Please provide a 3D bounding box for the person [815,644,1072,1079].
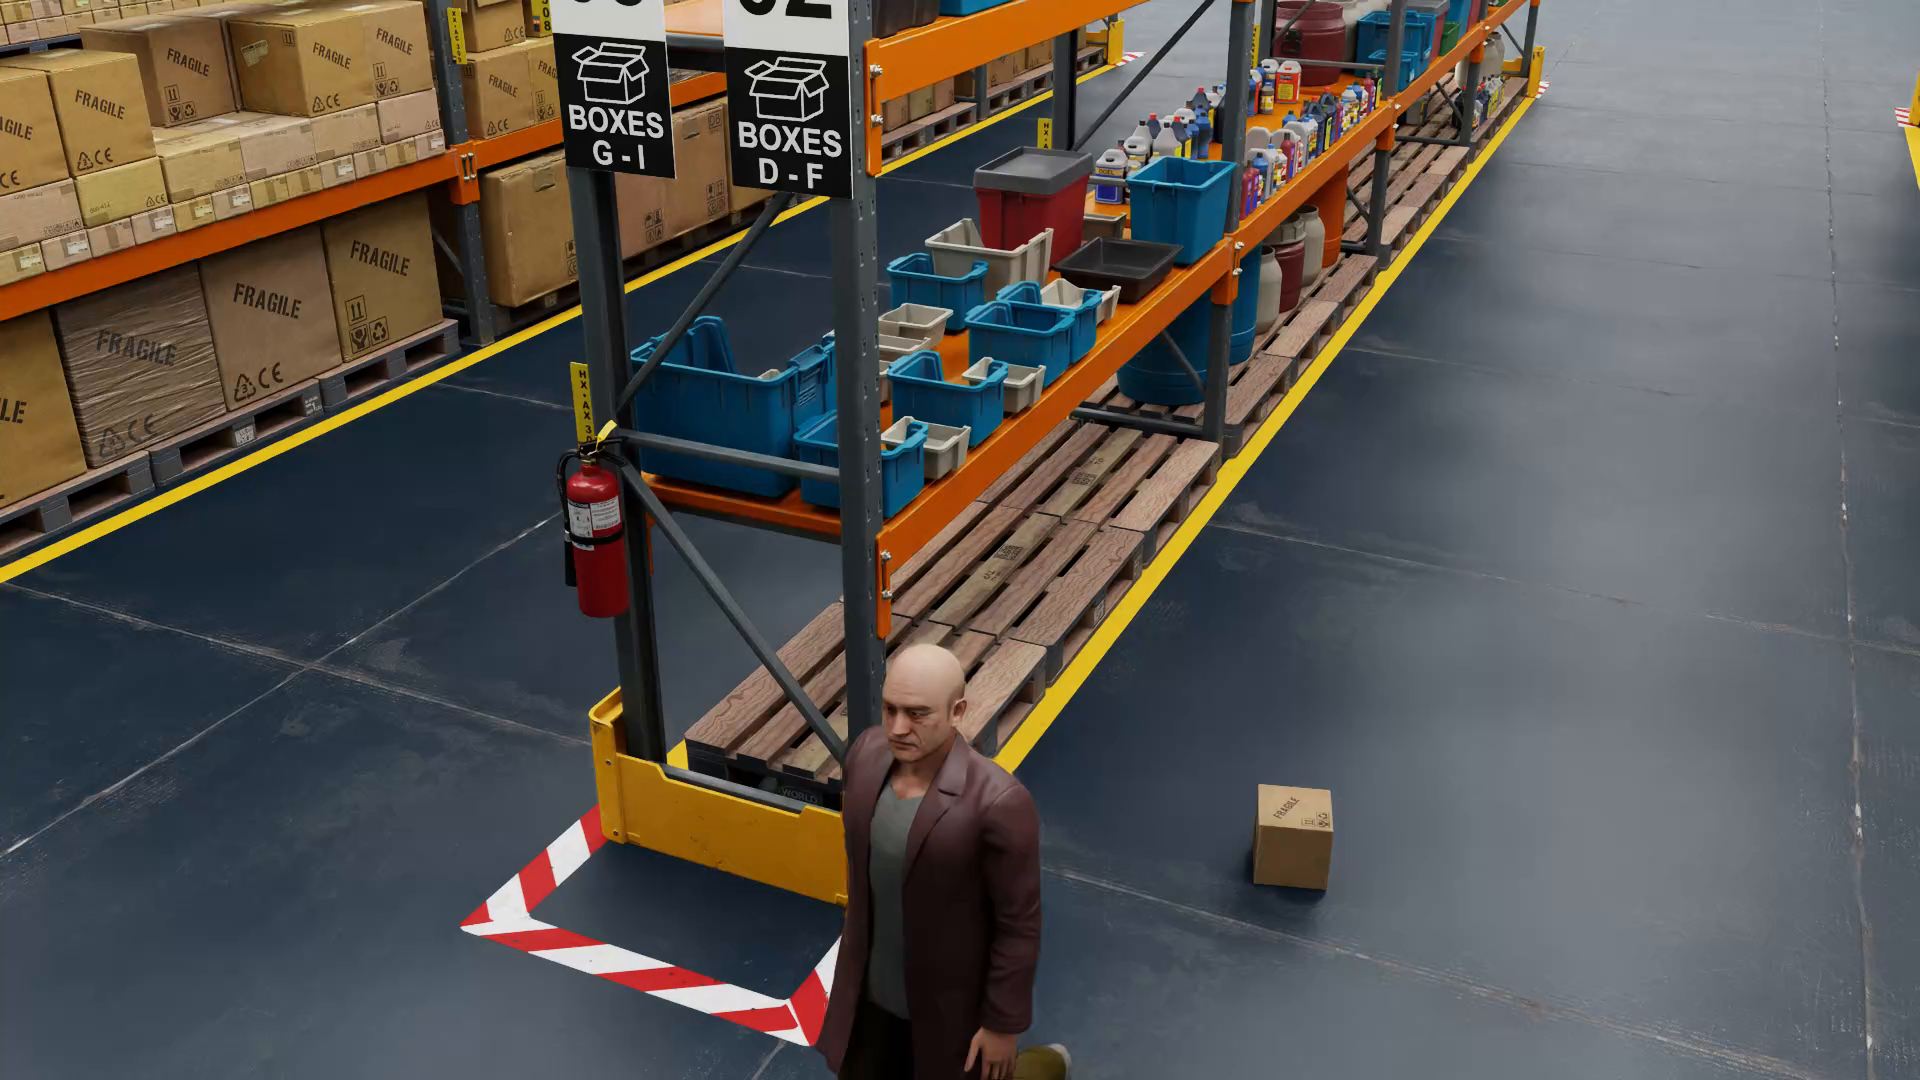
[{"bbox_3d":[-0.038,1.024,4.027,0.602,1.752,0.860,18,31,33],"label":"person"}]
